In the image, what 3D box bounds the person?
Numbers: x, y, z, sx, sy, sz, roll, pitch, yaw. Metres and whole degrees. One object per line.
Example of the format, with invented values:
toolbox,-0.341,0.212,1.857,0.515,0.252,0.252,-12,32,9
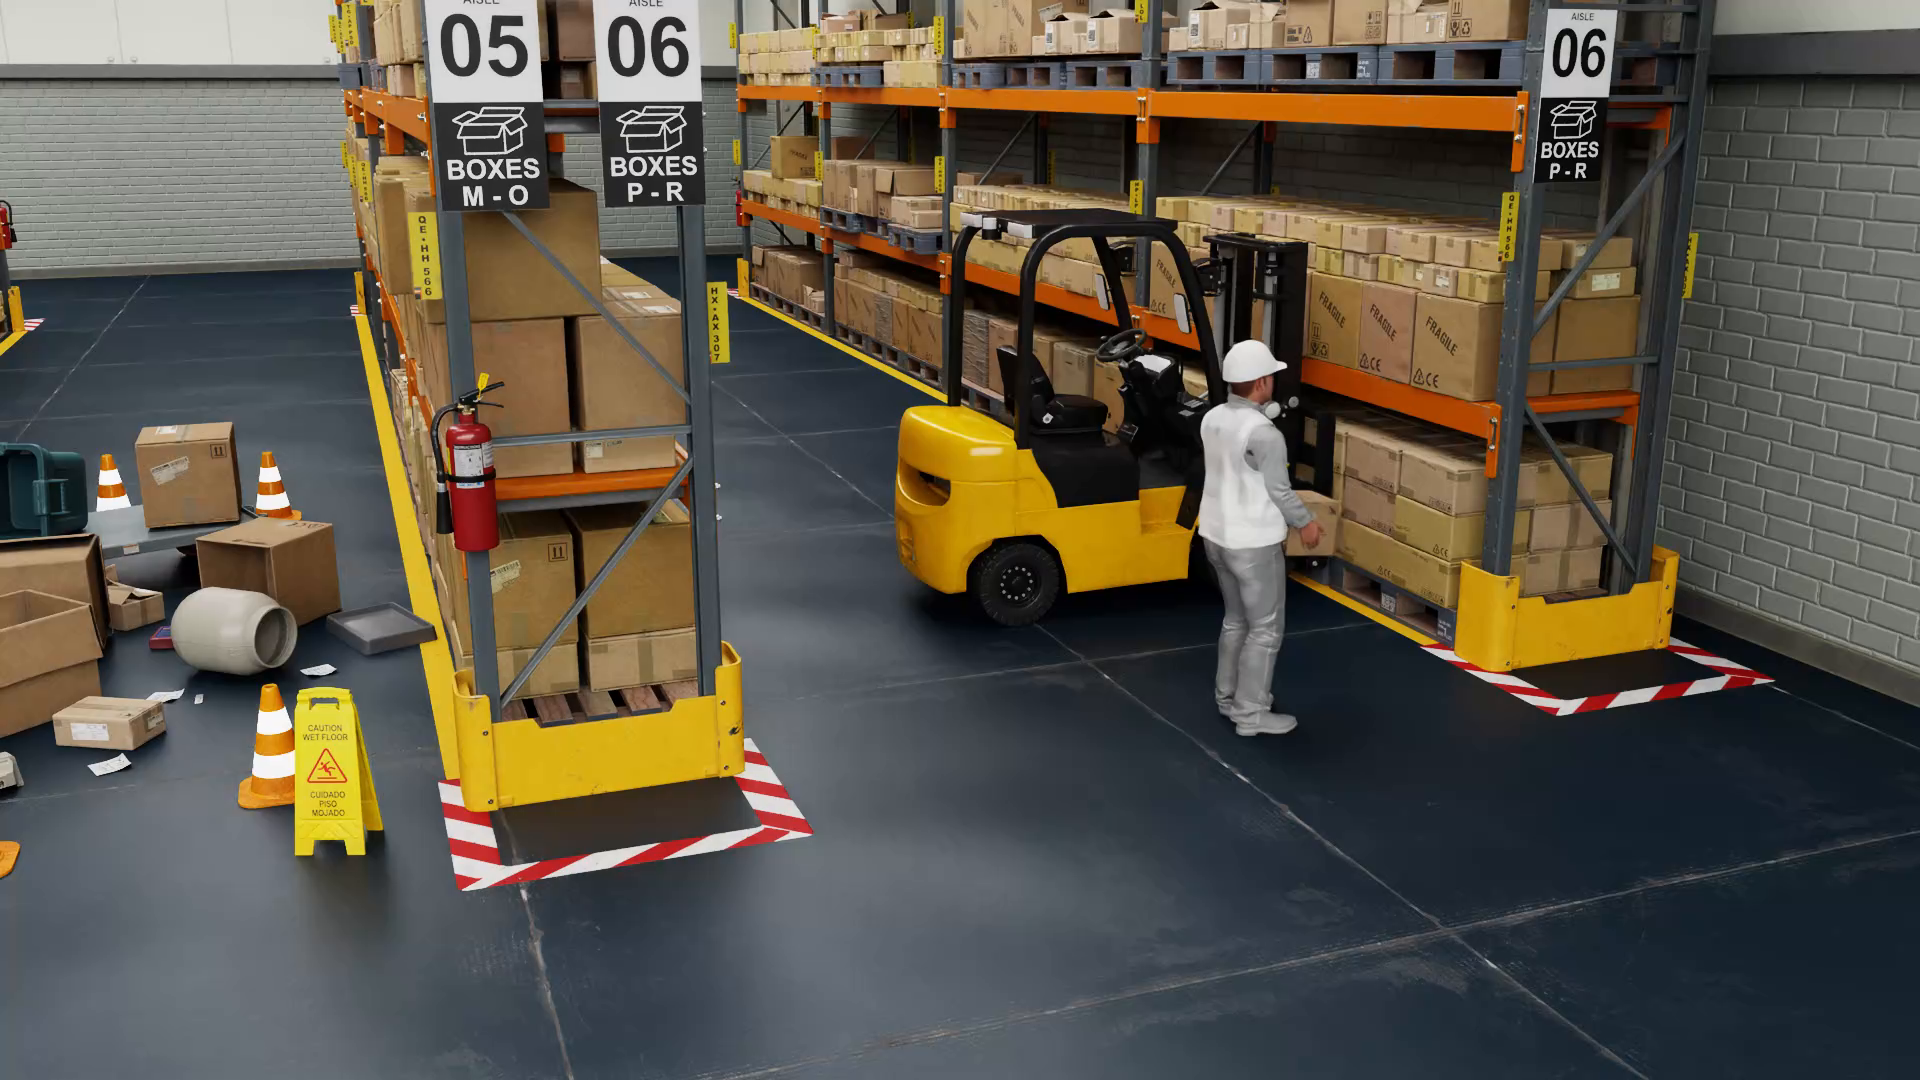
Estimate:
person,1.355,-0.023,7.547,0.522,1.779,0.532,-6,17,-21
